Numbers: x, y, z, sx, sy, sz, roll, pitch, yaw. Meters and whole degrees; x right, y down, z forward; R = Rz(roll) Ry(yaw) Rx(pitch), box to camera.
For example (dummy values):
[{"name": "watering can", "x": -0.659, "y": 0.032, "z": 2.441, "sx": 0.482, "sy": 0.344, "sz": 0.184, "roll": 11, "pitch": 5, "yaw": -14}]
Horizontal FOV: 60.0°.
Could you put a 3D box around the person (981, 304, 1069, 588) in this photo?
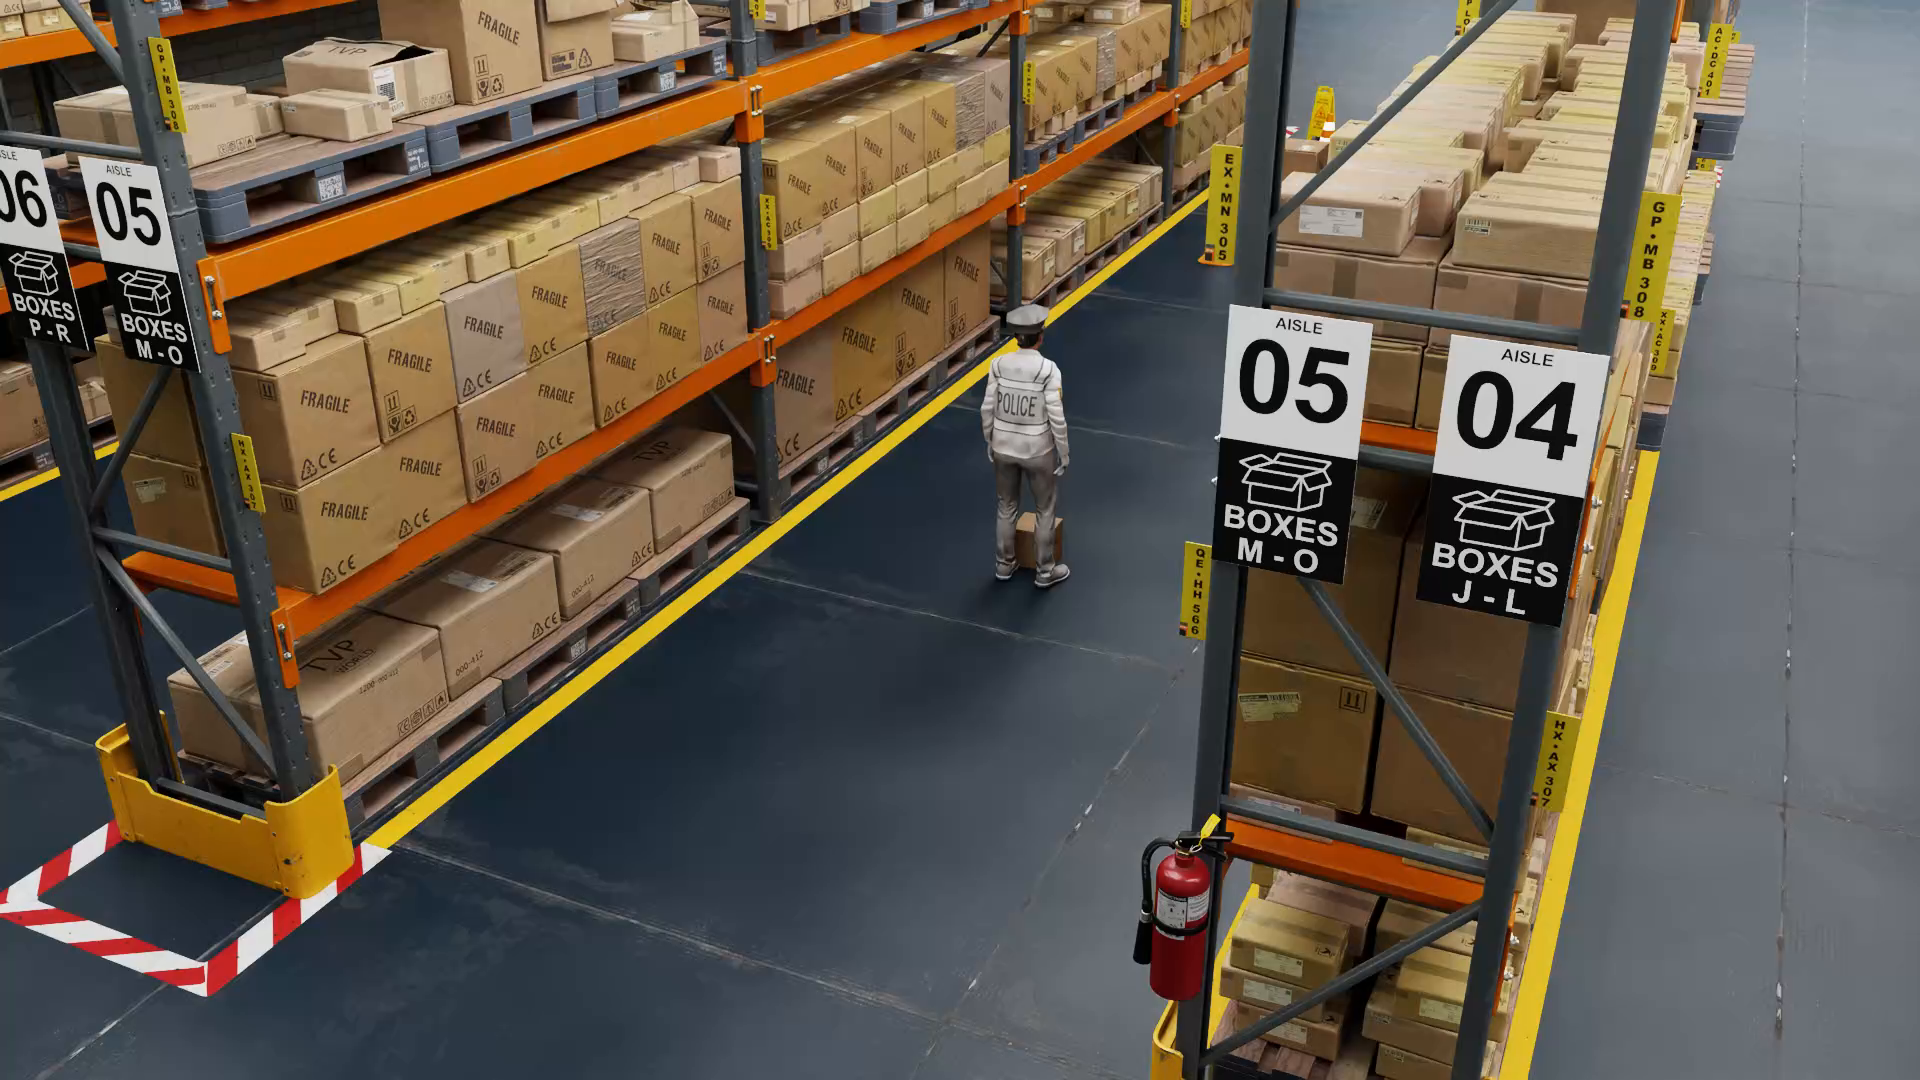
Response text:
[{"name": "person", "x": 0.380, "y": -0.523, "z": 9.669, "sx": 0.530, "sy": 1.663, "sz": 0.372, "roll": 12, "pitch": 29, "yaw": 22}]
